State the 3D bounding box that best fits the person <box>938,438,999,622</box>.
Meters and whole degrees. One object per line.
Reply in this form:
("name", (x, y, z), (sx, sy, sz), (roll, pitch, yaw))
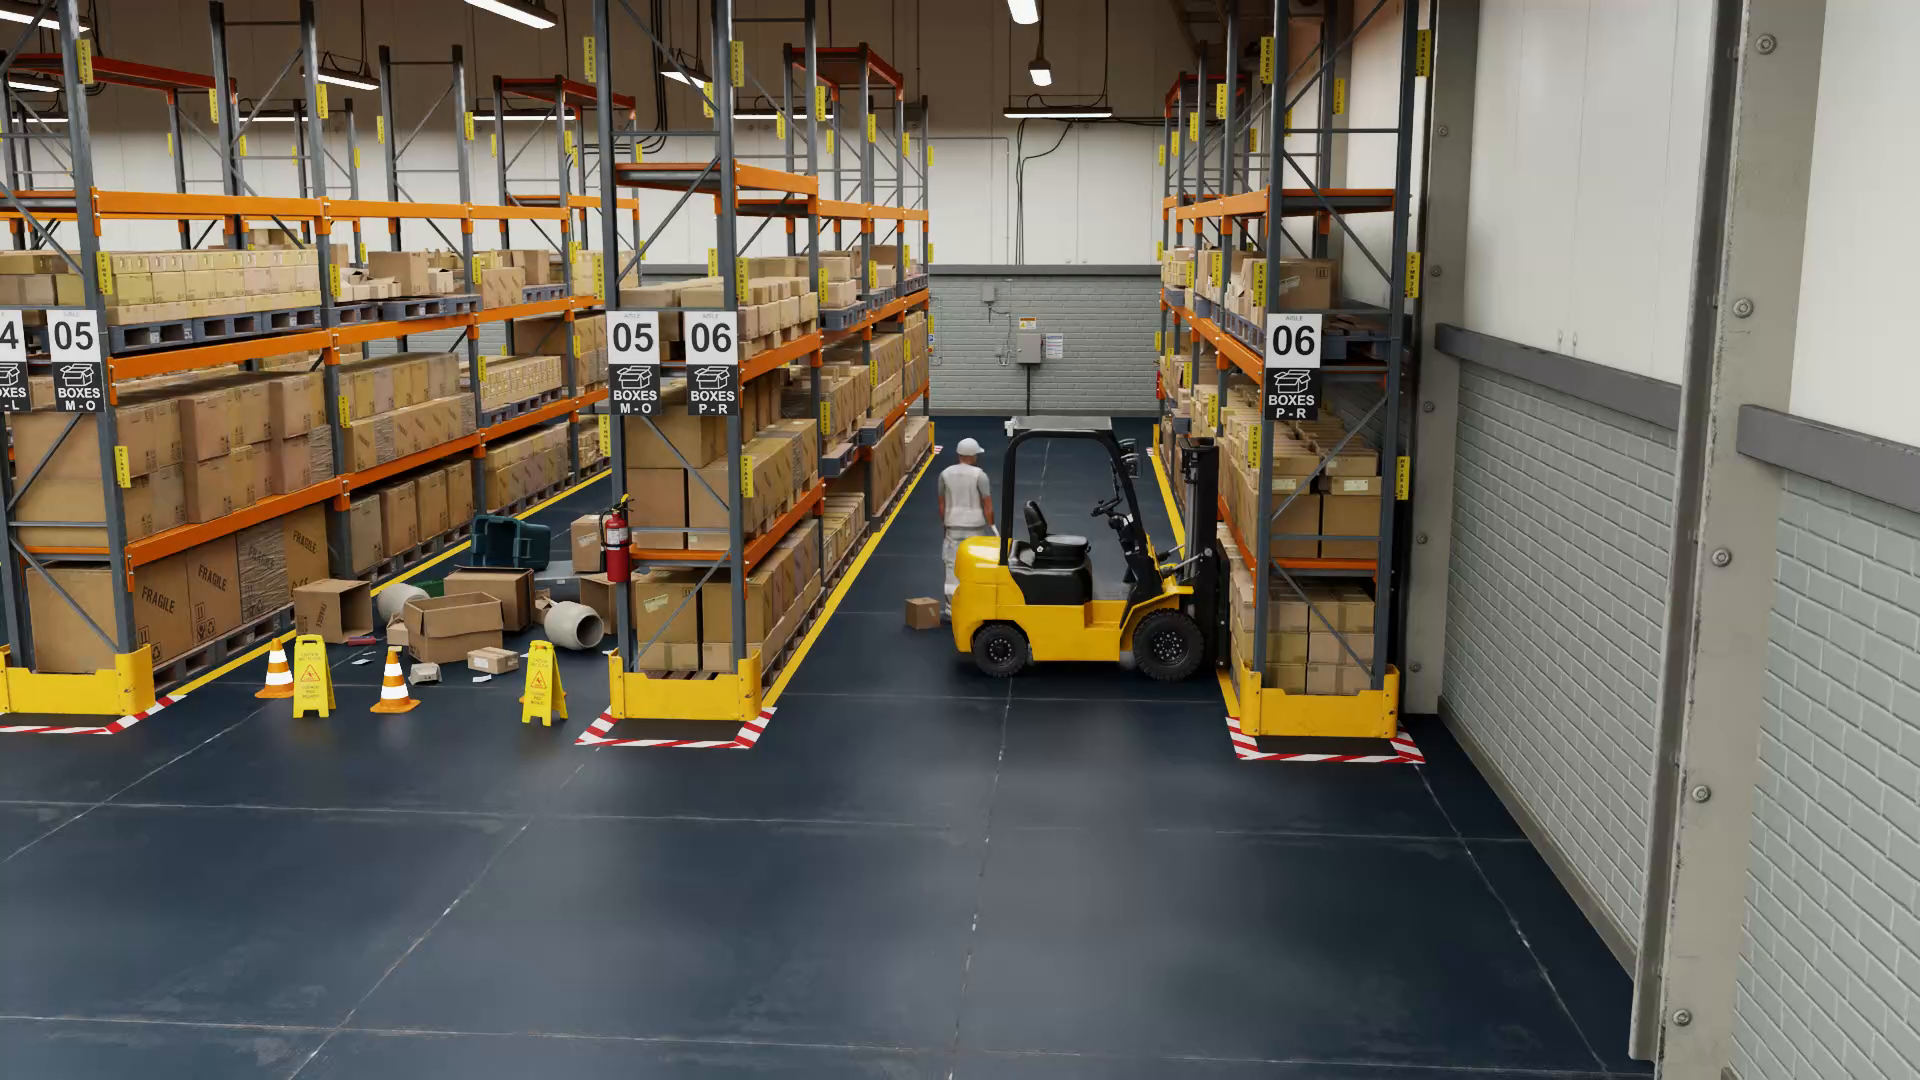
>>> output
("person", (0.091, -0.114, 16.363), (0.625, 1.784, 0.626), (2, 11, 12))
